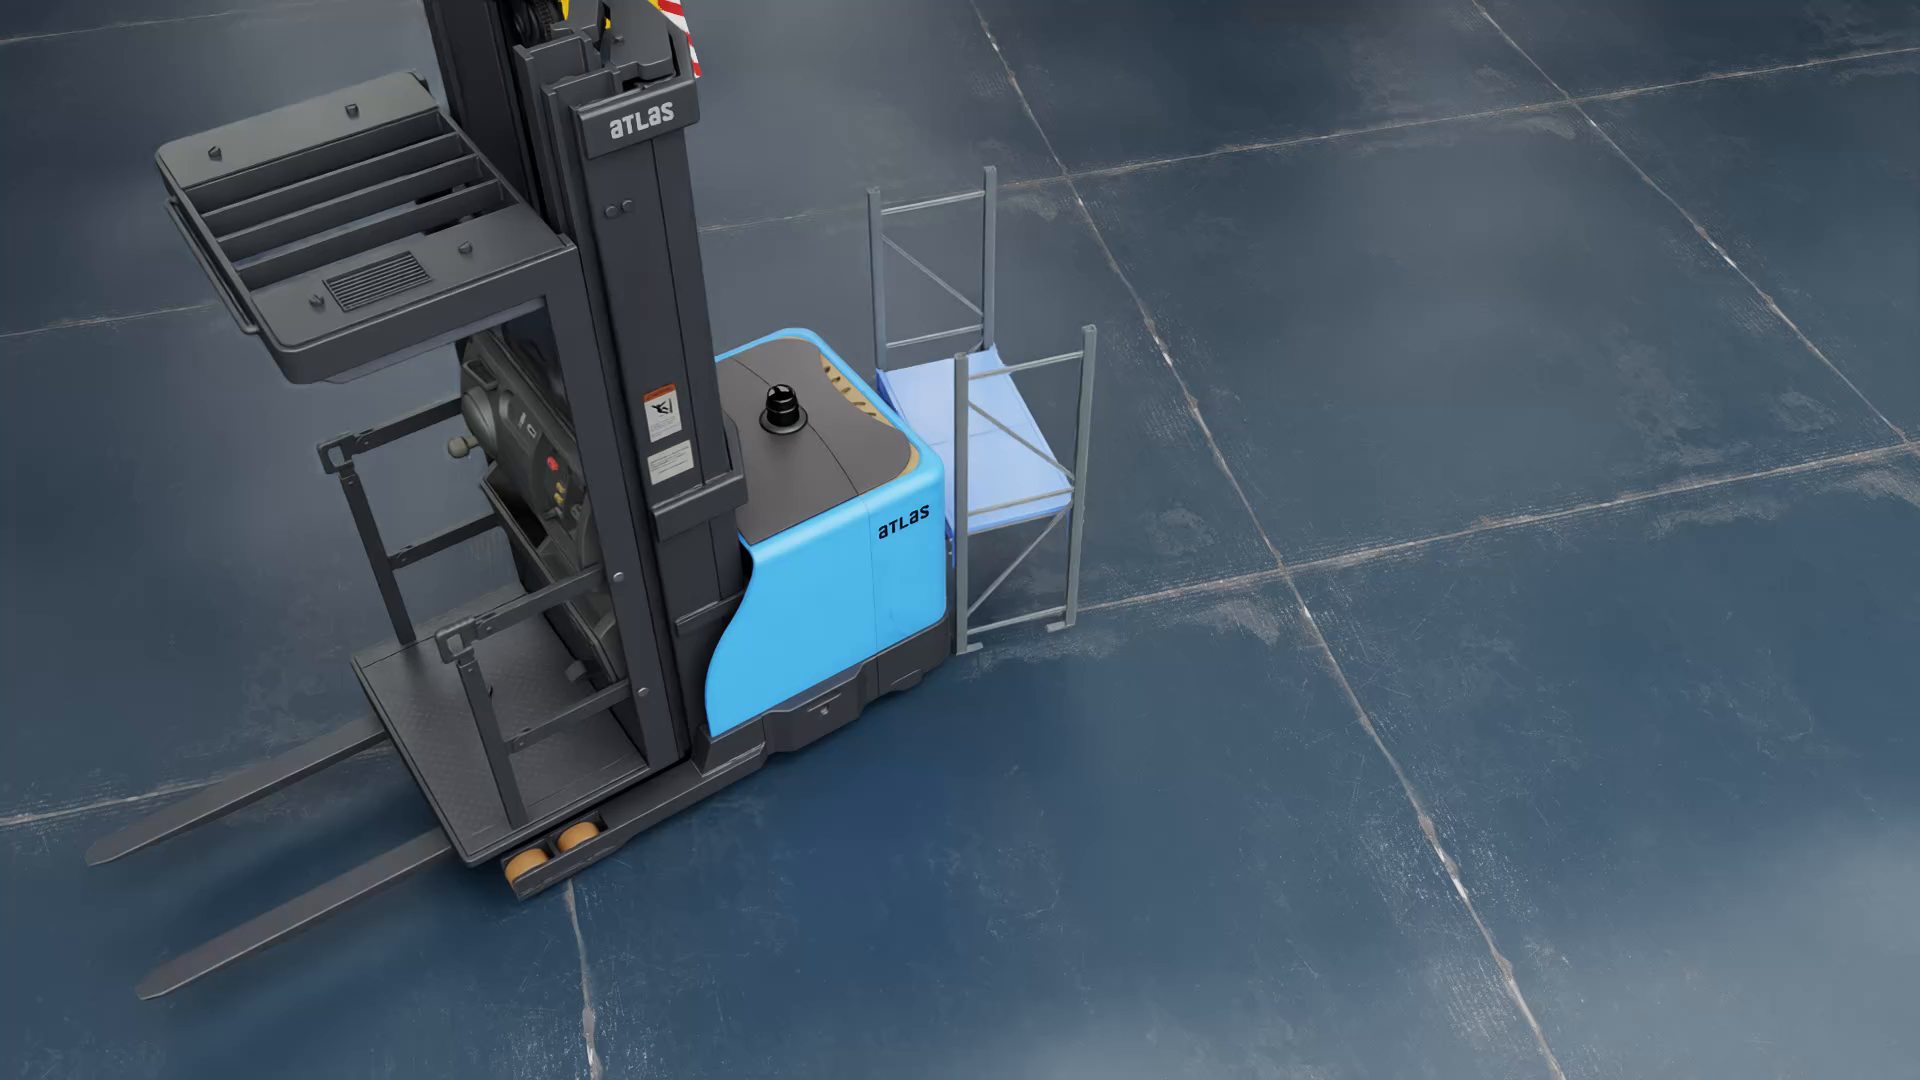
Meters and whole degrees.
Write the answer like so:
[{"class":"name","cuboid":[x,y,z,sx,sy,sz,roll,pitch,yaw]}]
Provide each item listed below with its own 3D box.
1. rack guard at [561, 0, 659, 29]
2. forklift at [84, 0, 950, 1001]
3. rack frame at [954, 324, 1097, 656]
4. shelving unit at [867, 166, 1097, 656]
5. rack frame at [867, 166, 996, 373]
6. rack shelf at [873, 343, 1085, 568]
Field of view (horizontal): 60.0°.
[{"class":"rack guard","cuboid":[-2.417,-3.317,9.901,1.175,0.500,0.348,-11,47,-10]},{"class":"forklift","cuboid":[-1.540,-0.224,5.168,3.031,2.935,1.130,-26,51,-23]},{"class":"rack frame","cuboid":[0.220,-0.136,6.084,0.500,1.500,0.032,-14,47,-13]},{"class":"shelving unit","cuboid":[0.058,-0.481,6.422,0.538,1.500,1.048,-14,47,-13]},{"class":"rack frame","cuboid":[-0.104,-0.825,6.759,0.500,1.500,0.032,-14,47,-13]},{"class":"rack shelf","cuboid":[0.058,-0.355,6.550,0.538,0.185,1.000,-14,47,-13]}]
